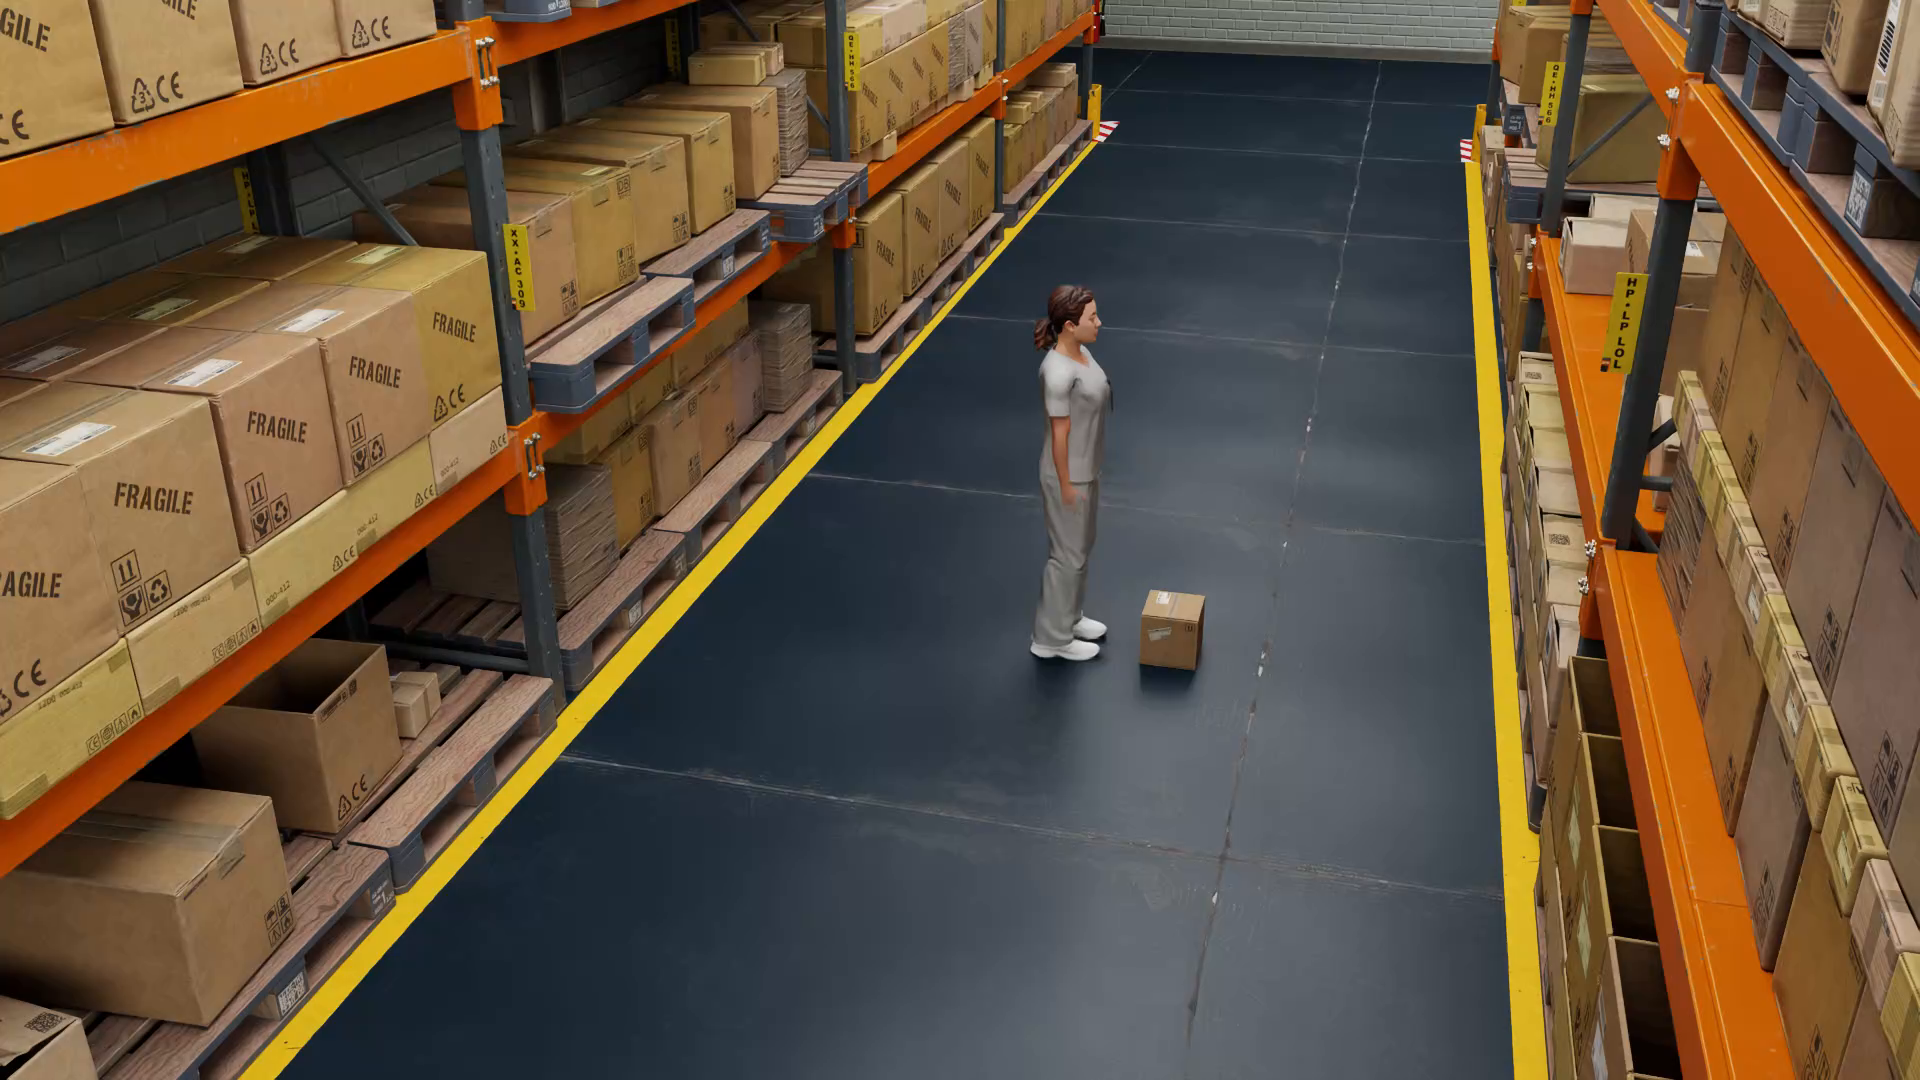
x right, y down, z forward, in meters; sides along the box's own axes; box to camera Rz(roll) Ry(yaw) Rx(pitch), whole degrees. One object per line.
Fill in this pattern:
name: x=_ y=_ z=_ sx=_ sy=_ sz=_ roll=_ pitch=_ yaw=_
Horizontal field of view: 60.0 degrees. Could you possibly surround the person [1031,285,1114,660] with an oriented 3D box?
person: x=0.479 y=-0.295 z=7.243 sx=0.366 sy=1.670 sz=0.439 roll=7 pitch=26 yaw=14
